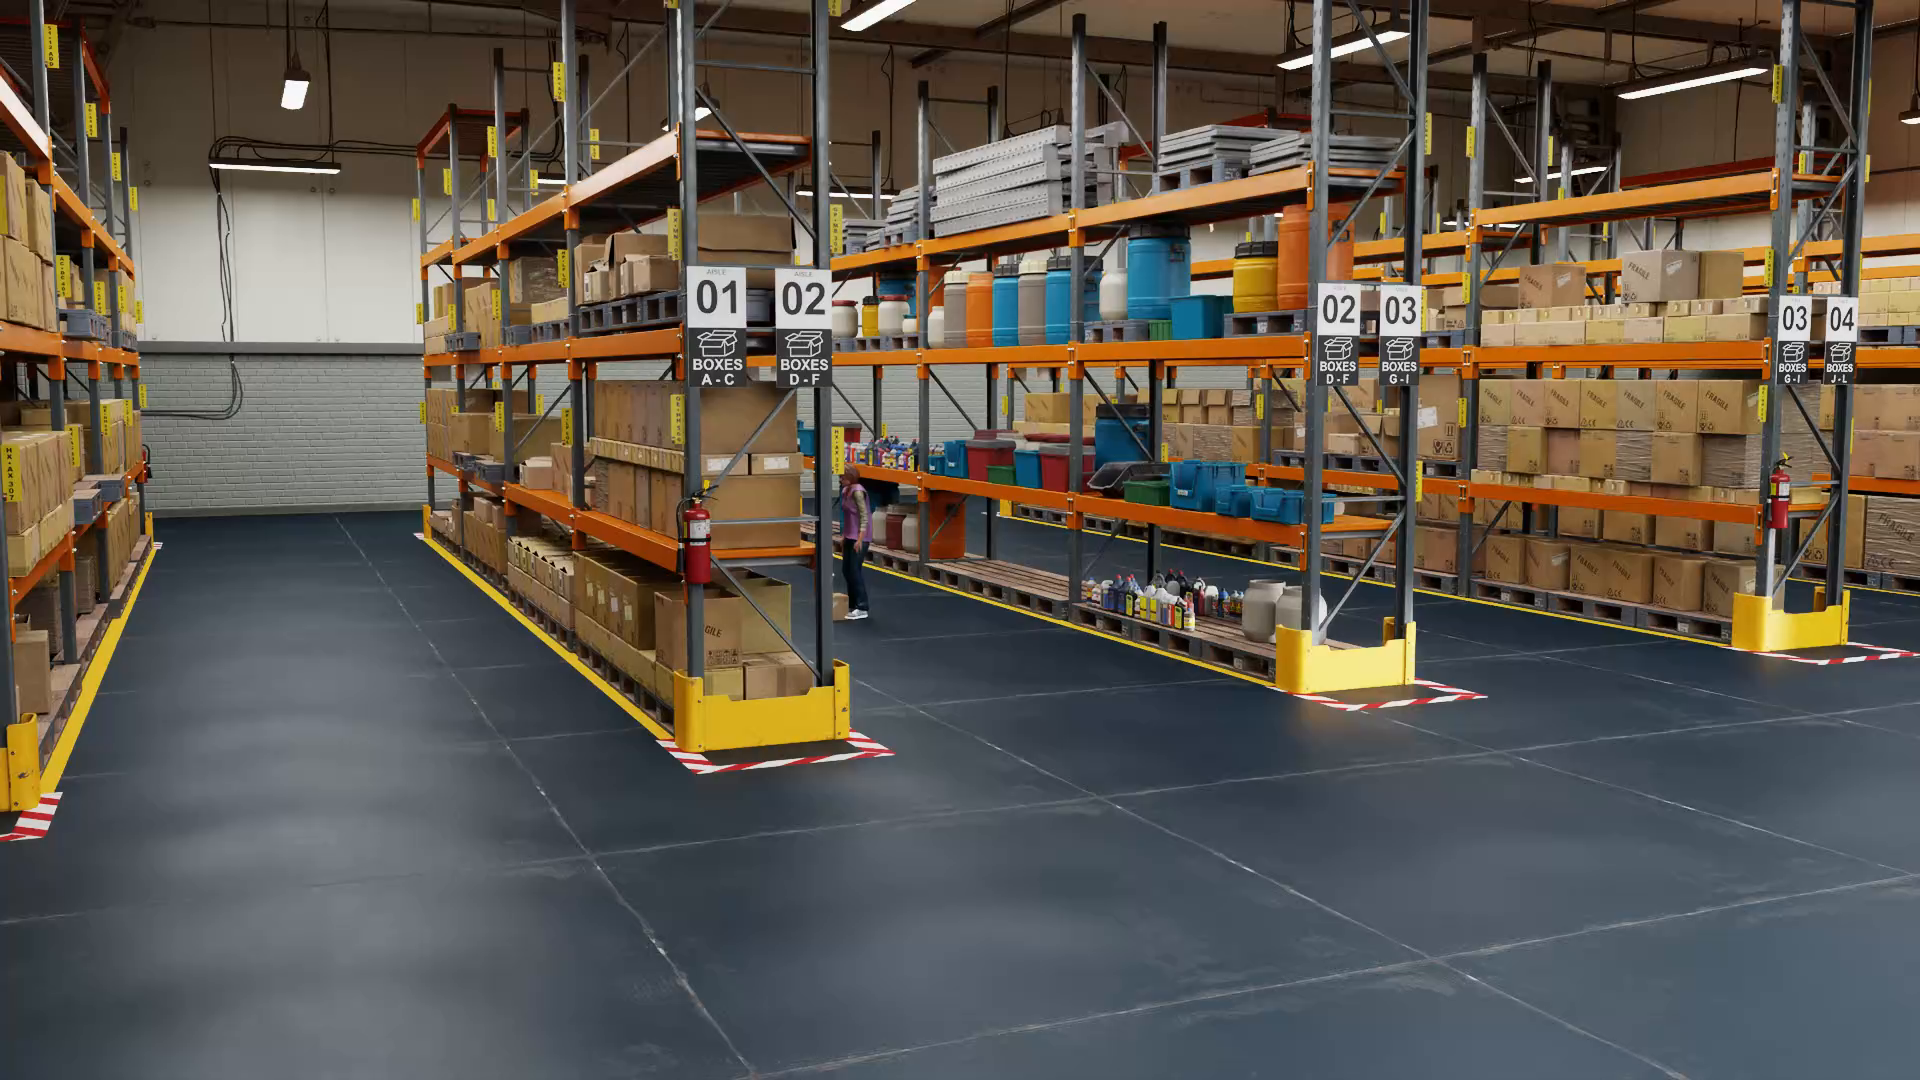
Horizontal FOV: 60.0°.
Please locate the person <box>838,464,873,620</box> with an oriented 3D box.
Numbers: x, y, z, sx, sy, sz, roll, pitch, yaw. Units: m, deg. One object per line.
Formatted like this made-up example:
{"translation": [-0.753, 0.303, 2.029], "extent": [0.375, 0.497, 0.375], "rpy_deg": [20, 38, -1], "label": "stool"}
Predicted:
{"translation": [-1.089, 0.009, 17.118], "extent": [0.343, 1.593, 0.480], "rpy_deg": [-3, 6, -26], "label": "person"}
